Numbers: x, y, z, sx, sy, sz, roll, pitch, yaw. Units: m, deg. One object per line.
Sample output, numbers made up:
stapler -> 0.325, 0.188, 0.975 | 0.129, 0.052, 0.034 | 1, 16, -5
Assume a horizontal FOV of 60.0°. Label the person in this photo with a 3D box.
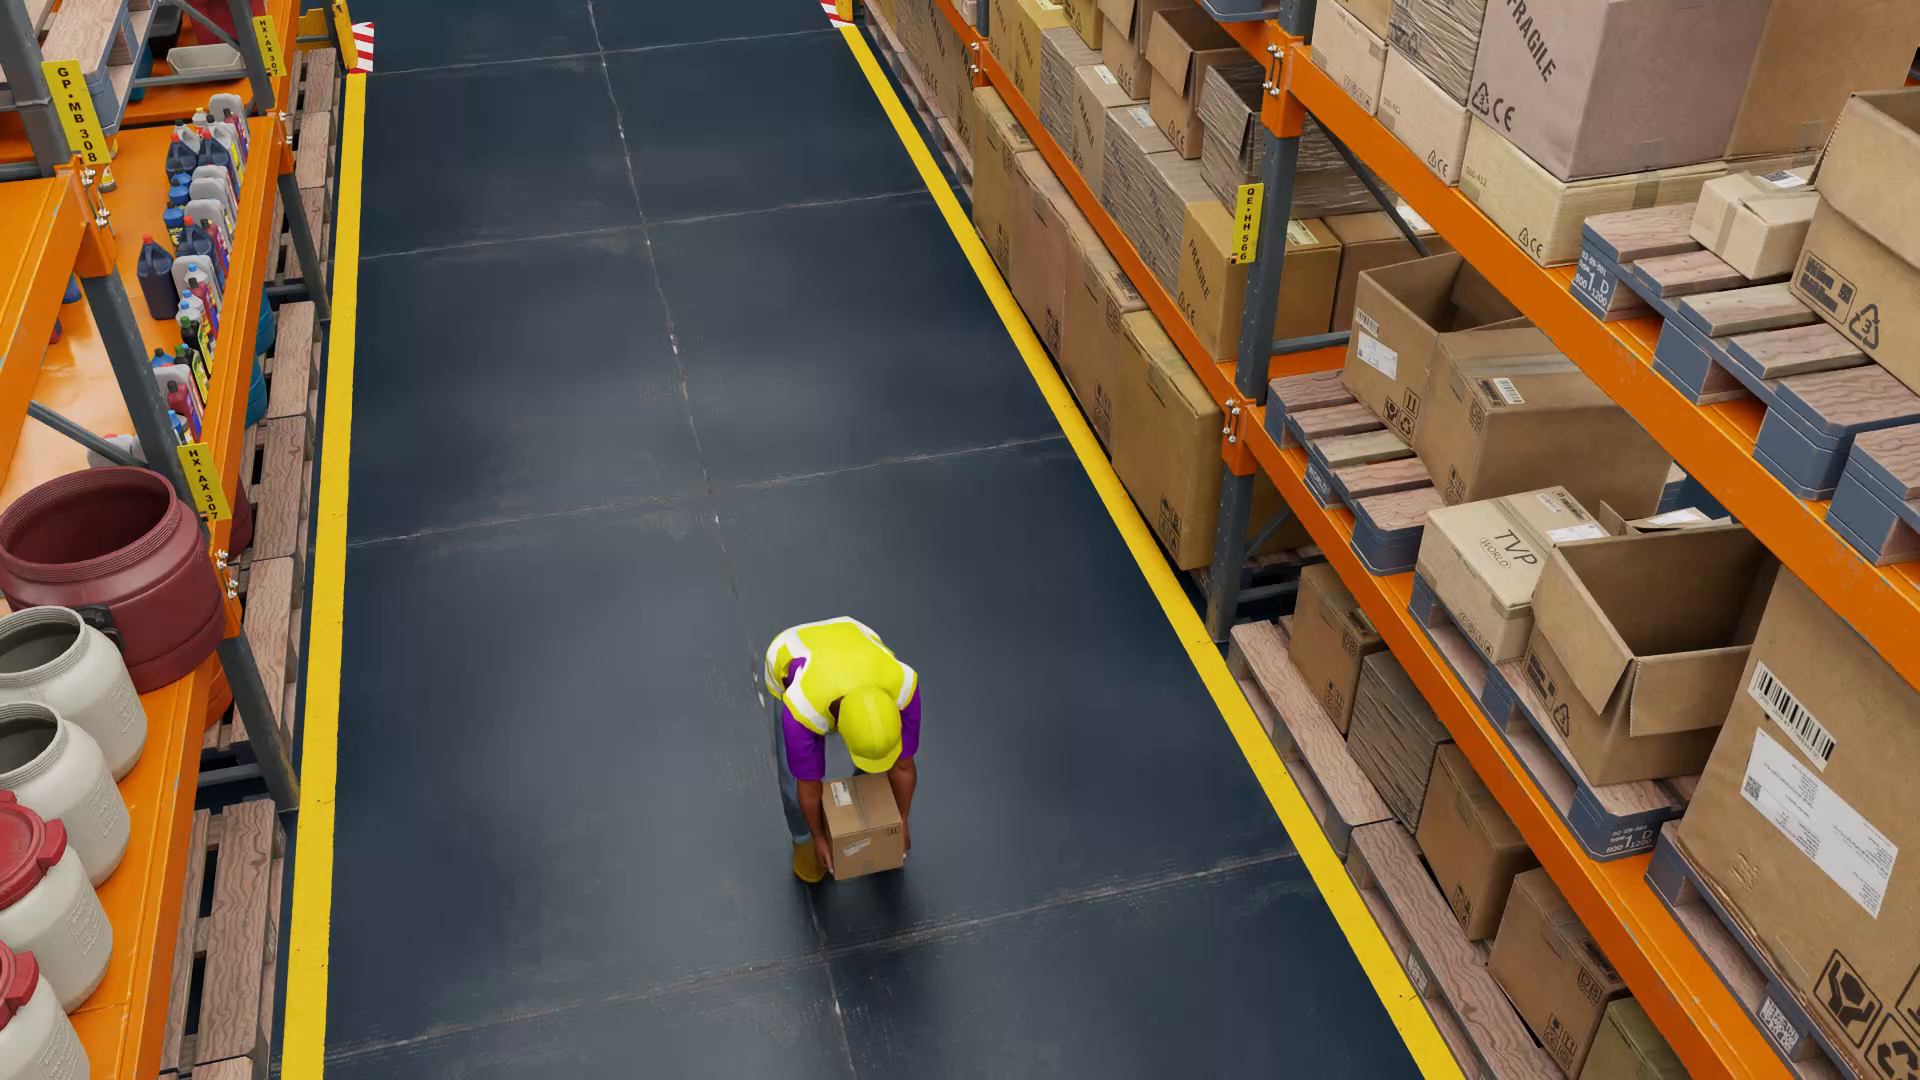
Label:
person -> -0.396, 0.814, 6.020 | 0.493, 1.311, 0.923 | -11, 39, -13
